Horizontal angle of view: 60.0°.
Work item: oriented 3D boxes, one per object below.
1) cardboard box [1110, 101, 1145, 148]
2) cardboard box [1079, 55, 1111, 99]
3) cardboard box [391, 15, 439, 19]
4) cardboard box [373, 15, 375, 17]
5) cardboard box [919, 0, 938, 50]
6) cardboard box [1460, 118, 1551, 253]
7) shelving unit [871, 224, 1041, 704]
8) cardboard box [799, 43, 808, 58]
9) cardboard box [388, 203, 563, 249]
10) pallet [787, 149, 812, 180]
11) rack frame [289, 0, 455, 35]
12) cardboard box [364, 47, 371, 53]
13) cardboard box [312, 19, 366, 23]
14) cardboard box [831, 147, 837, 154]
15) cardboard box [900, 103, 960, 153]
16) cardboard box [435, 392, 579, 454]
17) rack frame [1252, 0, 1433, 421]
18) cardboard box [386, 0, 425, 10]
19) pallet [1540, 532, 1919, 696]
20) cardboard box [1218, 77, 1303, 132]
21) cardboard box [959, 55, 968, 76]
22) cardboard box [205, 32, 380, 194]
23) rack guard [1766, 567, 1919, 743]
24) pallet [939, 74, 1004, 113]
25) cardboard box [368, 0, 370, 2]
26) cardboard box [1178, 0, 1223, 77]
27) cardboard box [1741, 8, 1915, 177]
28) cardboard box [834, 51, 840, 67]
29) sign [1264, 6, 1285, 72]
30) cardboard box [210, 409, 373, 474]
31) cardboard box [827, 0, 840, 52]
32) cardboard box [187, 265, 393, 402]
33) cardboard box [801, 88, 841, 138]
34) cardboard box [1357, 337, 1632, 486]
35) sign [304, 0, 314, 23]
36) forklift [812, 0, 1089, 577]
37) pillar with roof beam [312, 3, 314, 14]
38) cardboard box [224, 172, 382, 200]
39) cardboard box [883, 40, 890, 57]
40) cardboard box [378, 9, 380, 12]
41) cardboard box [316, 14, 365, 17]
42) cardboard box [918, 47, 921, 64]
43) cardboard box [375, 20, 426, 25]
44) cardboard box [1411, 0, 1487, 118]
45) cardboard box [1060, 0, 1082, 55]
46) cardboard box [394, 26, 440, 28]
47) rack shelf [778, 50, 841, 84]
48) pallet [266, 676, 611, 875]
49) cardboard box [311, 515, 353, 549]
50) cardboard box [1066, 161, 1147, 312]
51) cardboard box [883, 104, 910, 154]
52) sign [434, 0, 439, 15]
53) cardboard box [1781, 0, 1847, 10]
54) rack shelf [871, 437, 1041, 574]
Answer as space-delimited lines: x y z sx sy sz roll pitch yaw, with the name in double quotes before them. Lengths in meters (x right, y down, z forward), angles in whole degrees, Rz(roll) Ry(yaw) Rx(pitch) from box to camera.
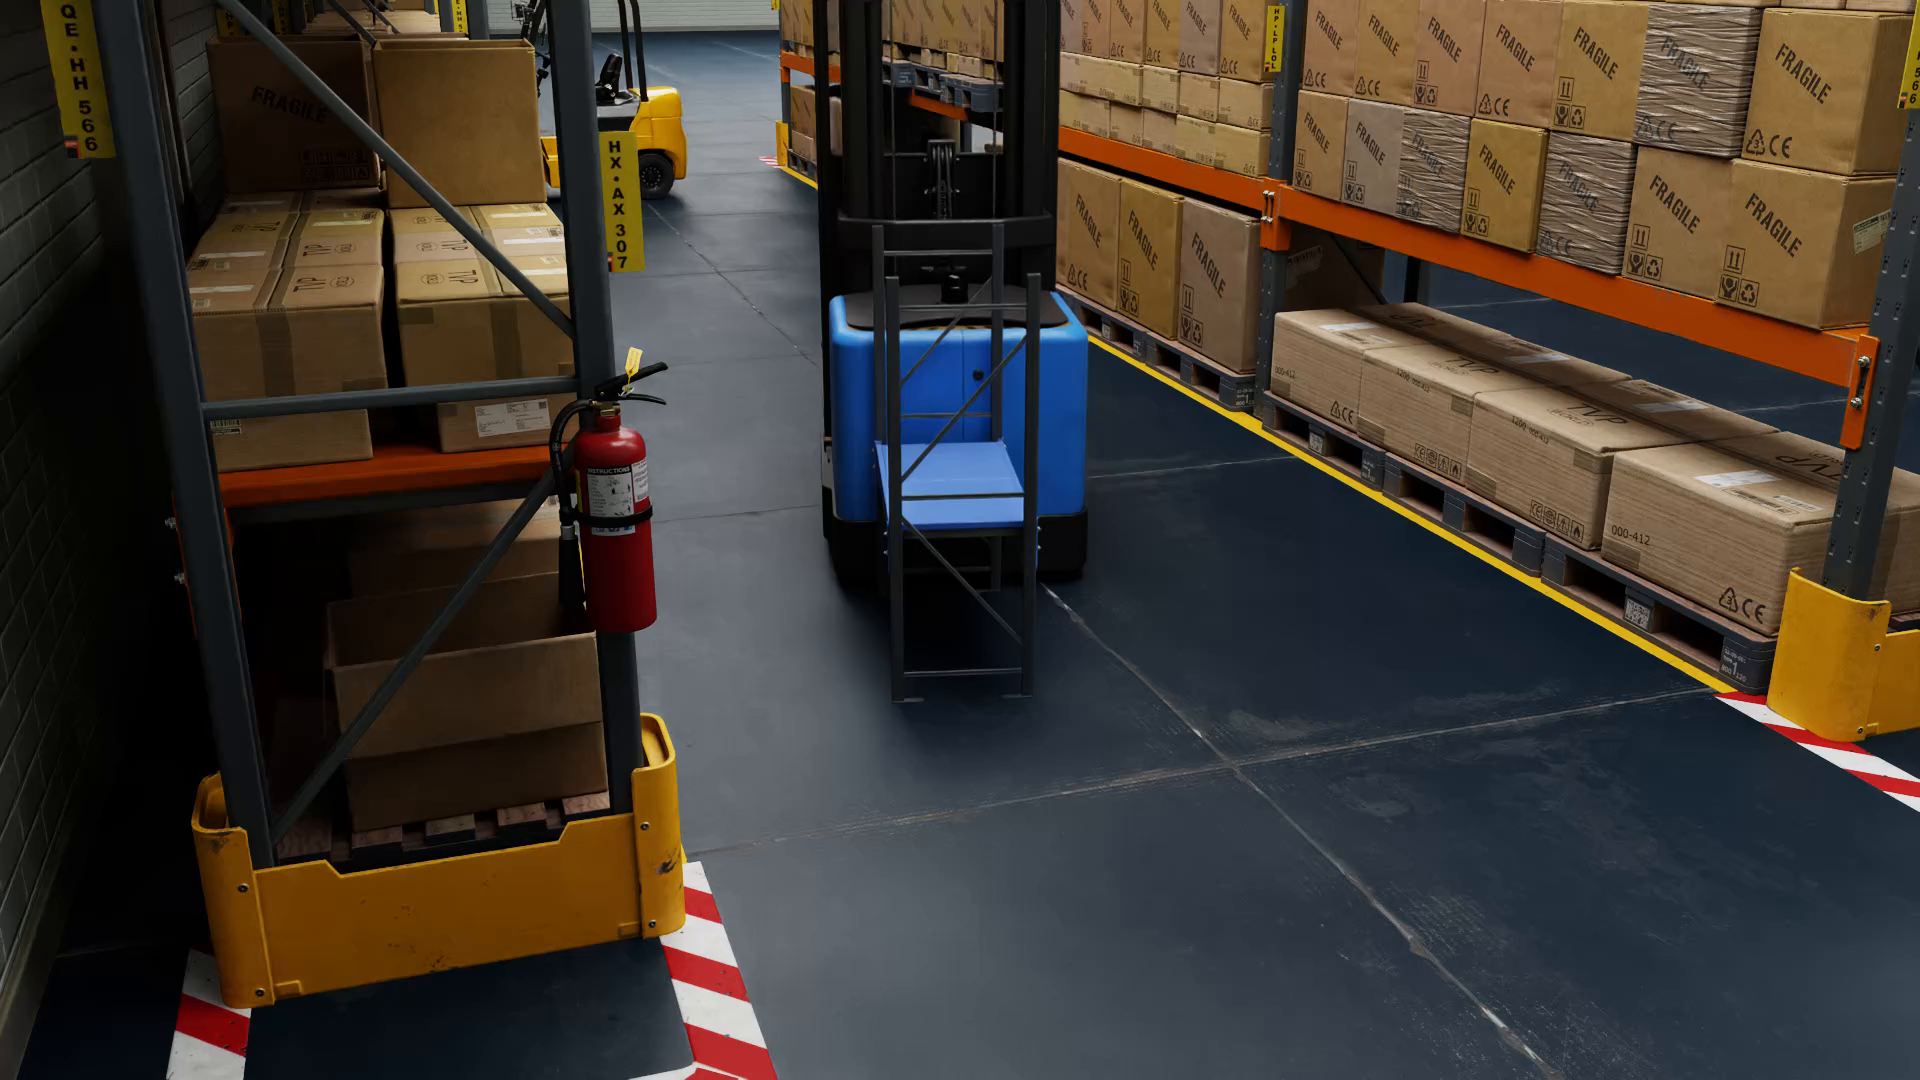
"cardboard box" 1.293 -2.678 10.658 0.500 0.250 0.500 -6 21 -17
"cardboard box" 1.113 -3.071 11.012 0.500 0.250 0.500 -6 21 -17
"cardboard box" -4.435 -4.209 13.589 0.380 0.149 0.250 -7 21 -19
"cardboard box" -6.267 -5.155 17.183 0.500 0.500 0.500 -6 21 -16
"cardboard box" -0.028 -4.425 14.091 0.500 0.500 0.500 -7 21 -19
"cardboard box" 2.504 -1.520 7.063 0.500 0.500 0.500 -6 21 -16
"shelving unit" -0.036 -0.315 6.074 0.538 1.500 1.048 -2 20 -5
"cardboard box" -1.587 -5.481 18.610 0.380 0.149 0.250 -6 21 -16
"cardboard box" -1.523 -0.894 5.251 0.500 0.250 0.500 -7 21 -18
"pallet" -1.387 -4.389 19.323 1.003 0.211 1.213 -6 21 -17
"rack frame" -3.829 -2.894 11.036 1.000 3.000 0.127 -6 21 -17
"cardboard box" -2.674 -2.200 8.336 0.700 0.500 0.500 -6 21 -17
"cardboard box" -4.745 -3.900 12.730 0.380 0.149 0.250 -6 21 -17
"cardboard box" -1.149 -4.104 17.853 0.500 0.250 0.500 -6 21 -16
"cardboard box" -0.305 -4.181 16.956 0.500 0.500 0.500 -5 20 -15
"cardboard box" -1.158 -0.343 4.306 0.380 0.149 0.250 -7 21 -18
"rack frame" 2.139 -2.139 8.934 1.000 3.000 0.127 -6 21 -17
"cardboard box" -4.905 -4.804 14.806 0.380 0.149 0.250 -6 21 -16
"pallet" 3.071 0.209 6.523 1.003 0.211 1.213 -6 21 -17
"cardboard box" 1.770 -2.419 9.197 0.500 0.250 0.500 -6 21 -17
"cardboard box" 0.209 -3.818 13.360 0.380 0.149 0.250 -7 21 -20
"cardboard box" -2.357 -1.527 5.902 0.500 0.500 0.500 -7 21 -19
"rack guard" 3.404 0.329 5.761 1.175 0.500 0.348 -6 21 -17
"pallet" 0.557 -3.550 13.145 1.213 0.211 1.003 -6 21 -17
"cardboard box" -5.896 -5.239 16.018 0.380 0.149 0.250 -6 21 -16
"cardboard box" 1.591 -2.939 9.533 0.500 0.500 0.500 -6 21 -16
"cardboard box" 3.019 -1.502 5.535 0.500 0.500 0.500 -6 21 -15
"cardboard box" -1.088 -4.984 17.228 0.380 0.149 0.250 -7 21 -18
"sign" 1.627 -2.586 8.583 0.100 0.325 0.005 -6 21 -17
"cardboard box" -1.674 -0.286 4.148 0.380 0.149 0.250 -7 21 -18
"cardboard box" -1.087 -5.340 17.258 0.500 0.500 0.500 -6 21 -16
"cardboard box" -1.711 -0.516 4.196 0.500 0.250 0.500 -6 21 -16
"cardboard box" -1.465 -4.783 18.633 0.500 0.500 0.500 -7 21 -19
"cardboard box" 2.516 -0.631 7.904 0.875 0.438 0.875 -7 21 -19
"sign" -5.613 -4.563 14.285 0.100 0.325 0.005 -6 21 -17
"forklift" -0.125 -1.683 7.766 1.130 2.935 3.031 -2 20 -5
"pillar with roof beam" -4.780 -10.348 22.915 9.100 9.000 0.400 -6 21 -17
"cardboard box" -2.348 -1.166 6.008 0.500 0.250 0.500 -6 21 -16
"cardboard box" -0.502 -4.575 15.466 0.380 0.149 0.250 -6 21 -16
"cardboard box" -5.549 -5.233 16.442 0.380 0.149 0.250 -7 21 -18
"cardboard box" -5.067 -4.222 13.627 0.380 0.149 0.250 -6 21 -17
"cardboard box" -0.153 -4.244 14.546 0.380 0.149 0.250 -6 21 -17
"cardboard box" -4.239 -3.866 12.635 0.380 0.149 0.250 -6 21 -17
"cardboard box" 2.362 -2.150 7.337 0.500 0.500 0.500 -6 21 -16
"cardboard box" 0.970 -3.598 11.369 0.500 0.500 0.500 -6 21 -17
"cardboard box" -3.840 -3.545 11.742 0.380 0.149 0.250 -6 21 -16
"rack shelf" -1.004 -5.009 17.990 1.077 0.370 4.000 -6 21 -17
"pallet" -1.590 0.706 5.140 1.003 0.211 1.213 -6 21 -17
"cardboard box" -2.452 -0.090 6.826 0.380 0.149 0.250 -7 21 -18
"cardboard box" 1.296 -2.103 11.356 0.875 0.875 0.875 -6 21 -17
"cardboard box" -0.816 -4.124 16.798 0.500 0.500 0.500 -7 21 -18
"sign" -4.574 -4.746 14.597 0.100 0.325 0.005 -6 21 -17
"cardboard box" 2.991 -1.851 5.546 0.380 0.149 0.250 -6 21 -16
"rack shelf" -0.036 -0.146 6.135 0.538 0.185 1.000 -2 20 -5
